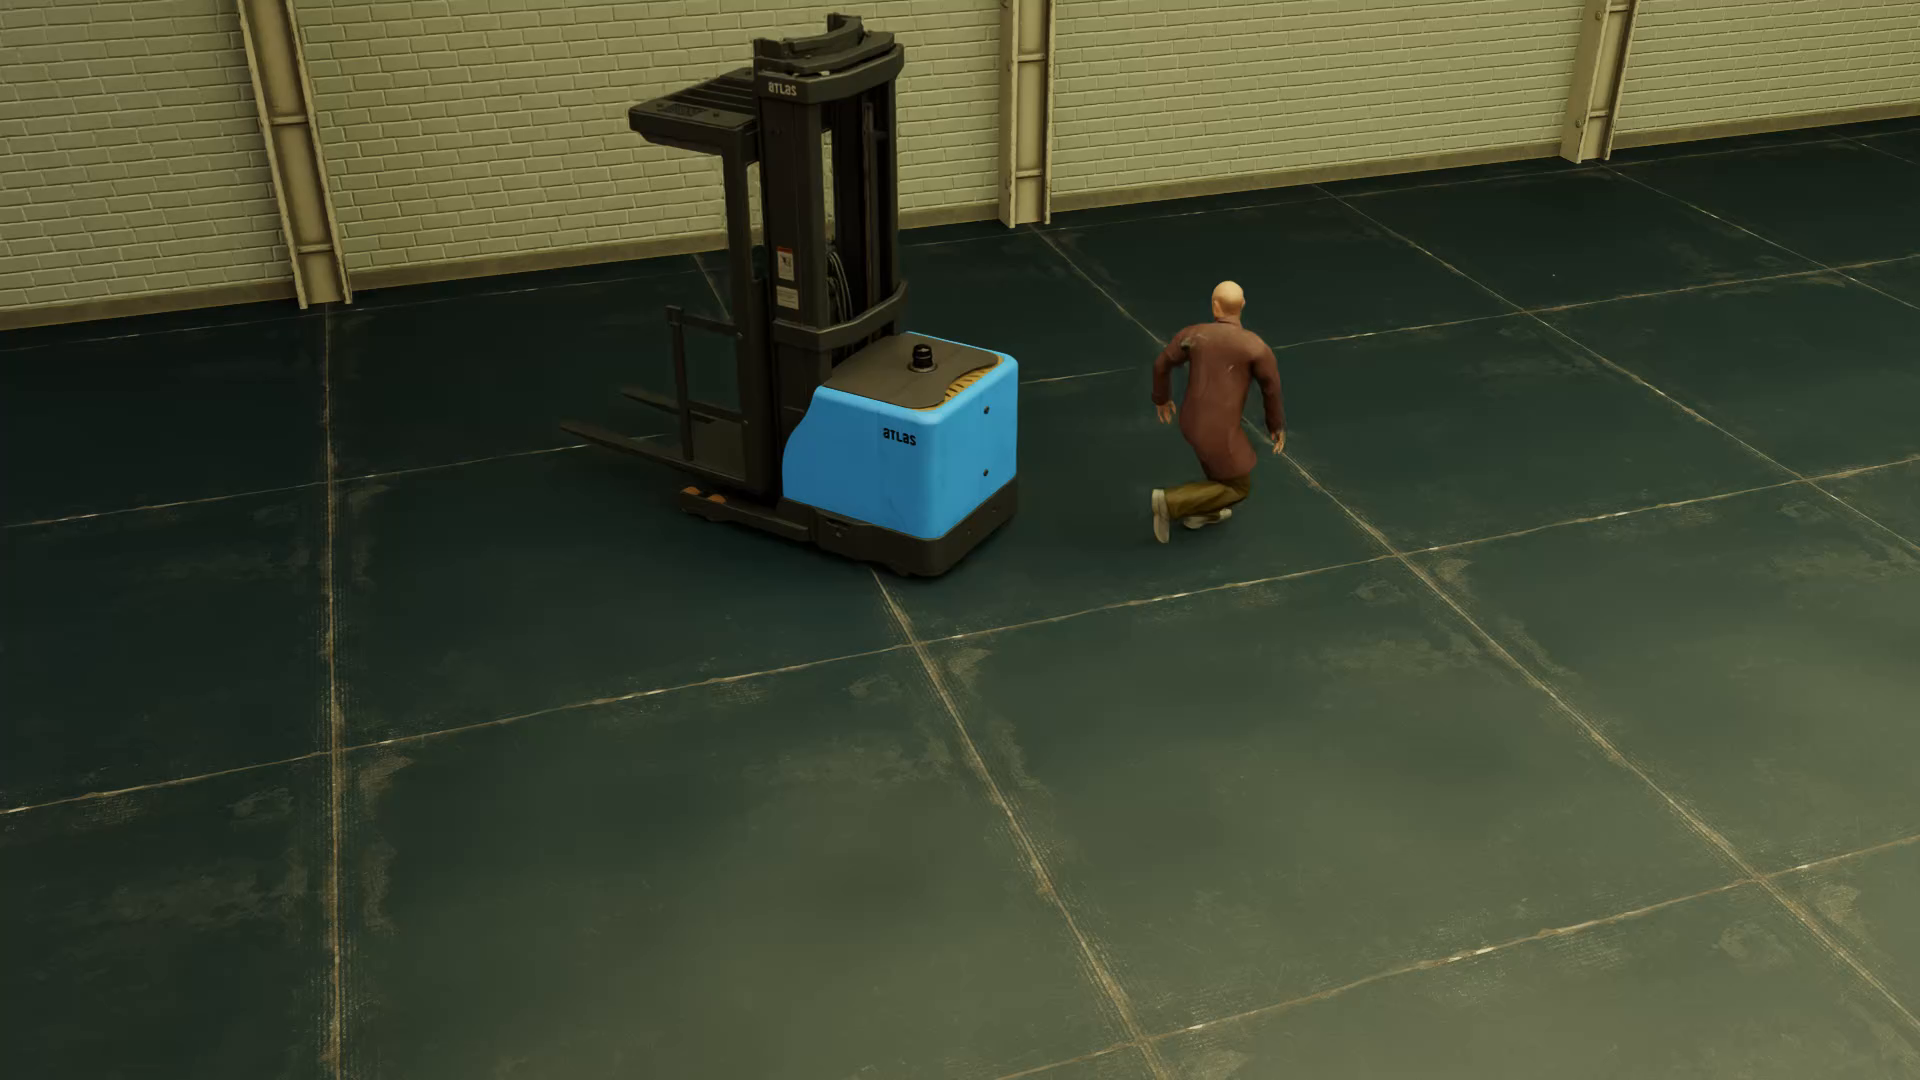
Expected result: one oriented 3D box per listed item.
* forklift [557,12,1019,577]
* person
[{"bbox_3d":[-1.174,-1.590,9.850,3.031,2.935,1.130,17,34,26],"label":"forklift"},{"bbox_3d":[1.426,-0.669,9.830,0.749,1.398,0.744,-16,34,-26],"label":"person"}]
